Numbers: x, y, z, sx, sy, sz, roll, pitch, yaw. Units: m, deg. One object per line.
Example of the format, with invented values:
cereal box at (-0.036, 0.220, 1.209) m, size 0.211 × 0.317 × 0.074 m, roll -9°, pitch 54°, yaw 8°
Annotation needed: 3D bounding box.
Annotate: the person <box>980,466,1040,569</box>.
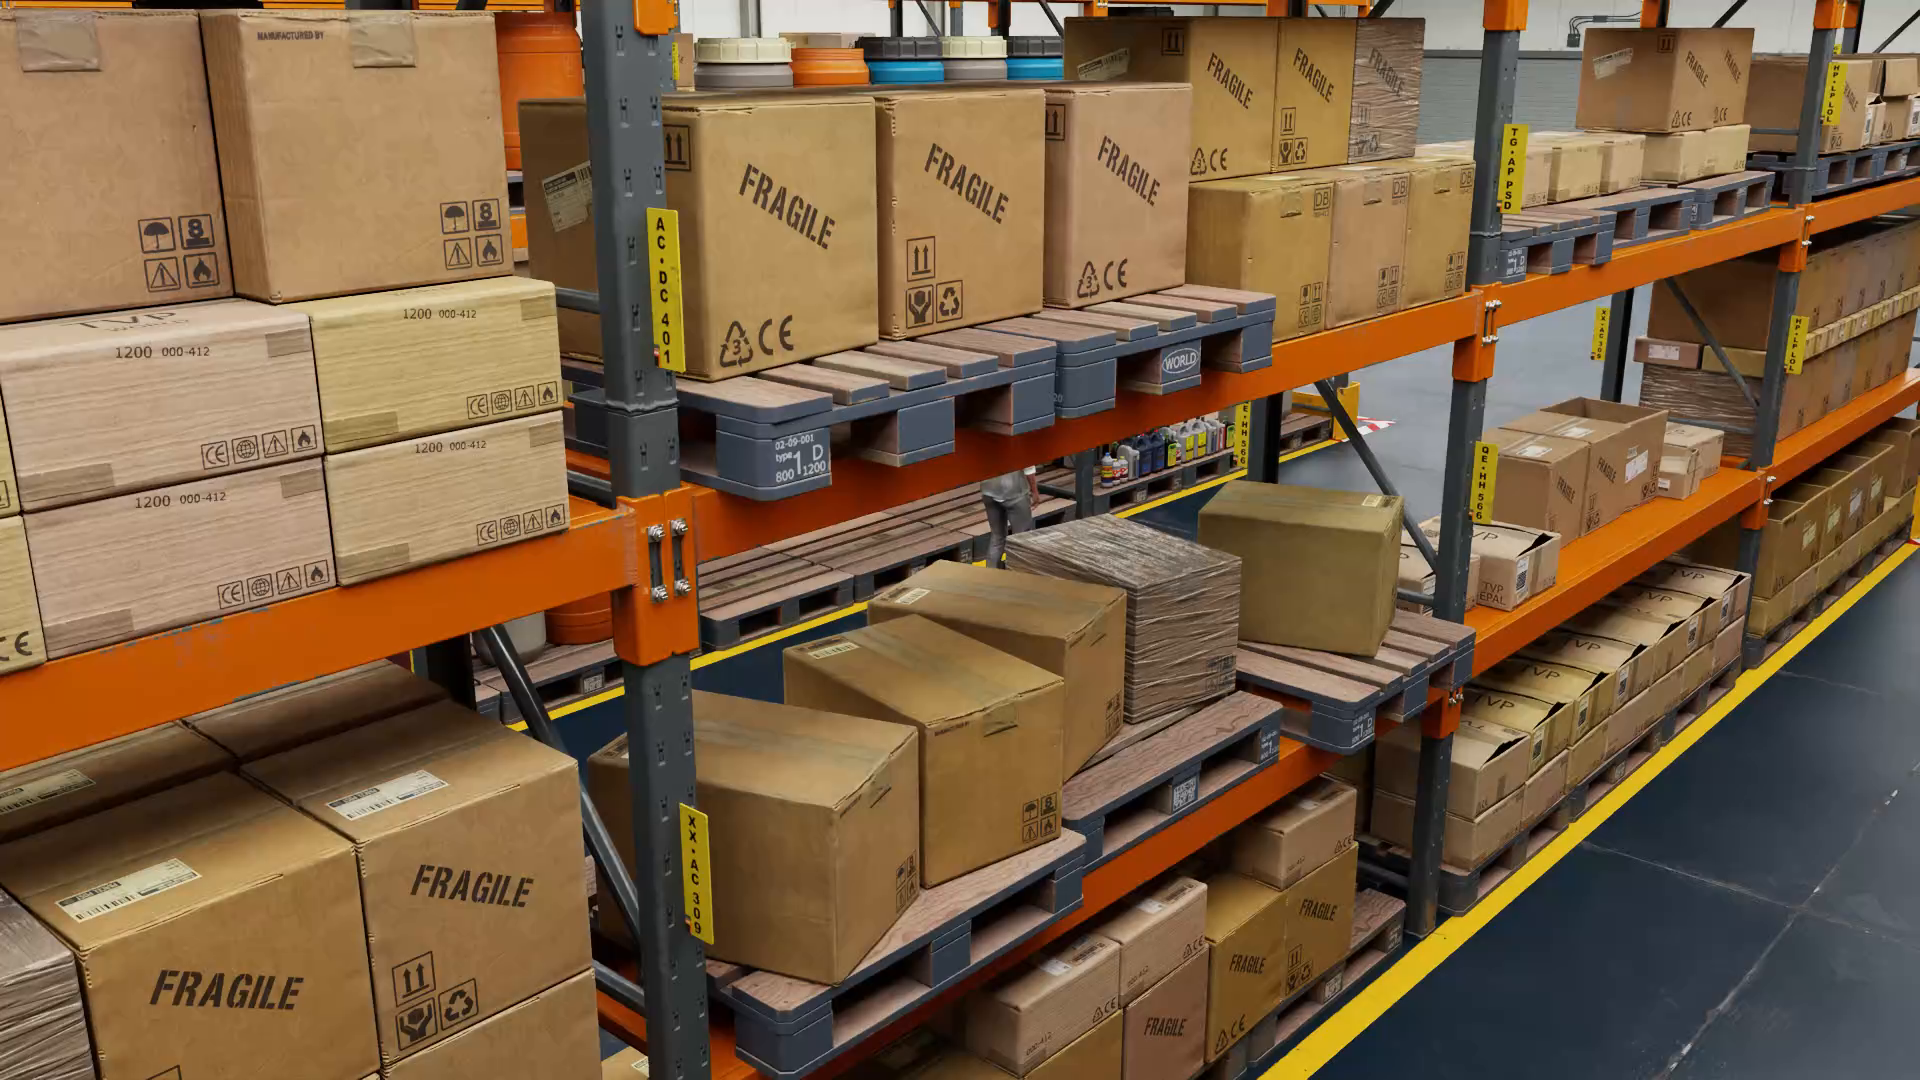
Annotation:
person at (0.323, -0.324, 11.108) m, size 0.472 × 1.593 × 0.350 m, roll 14°, pitch 22°, yaw 38°
